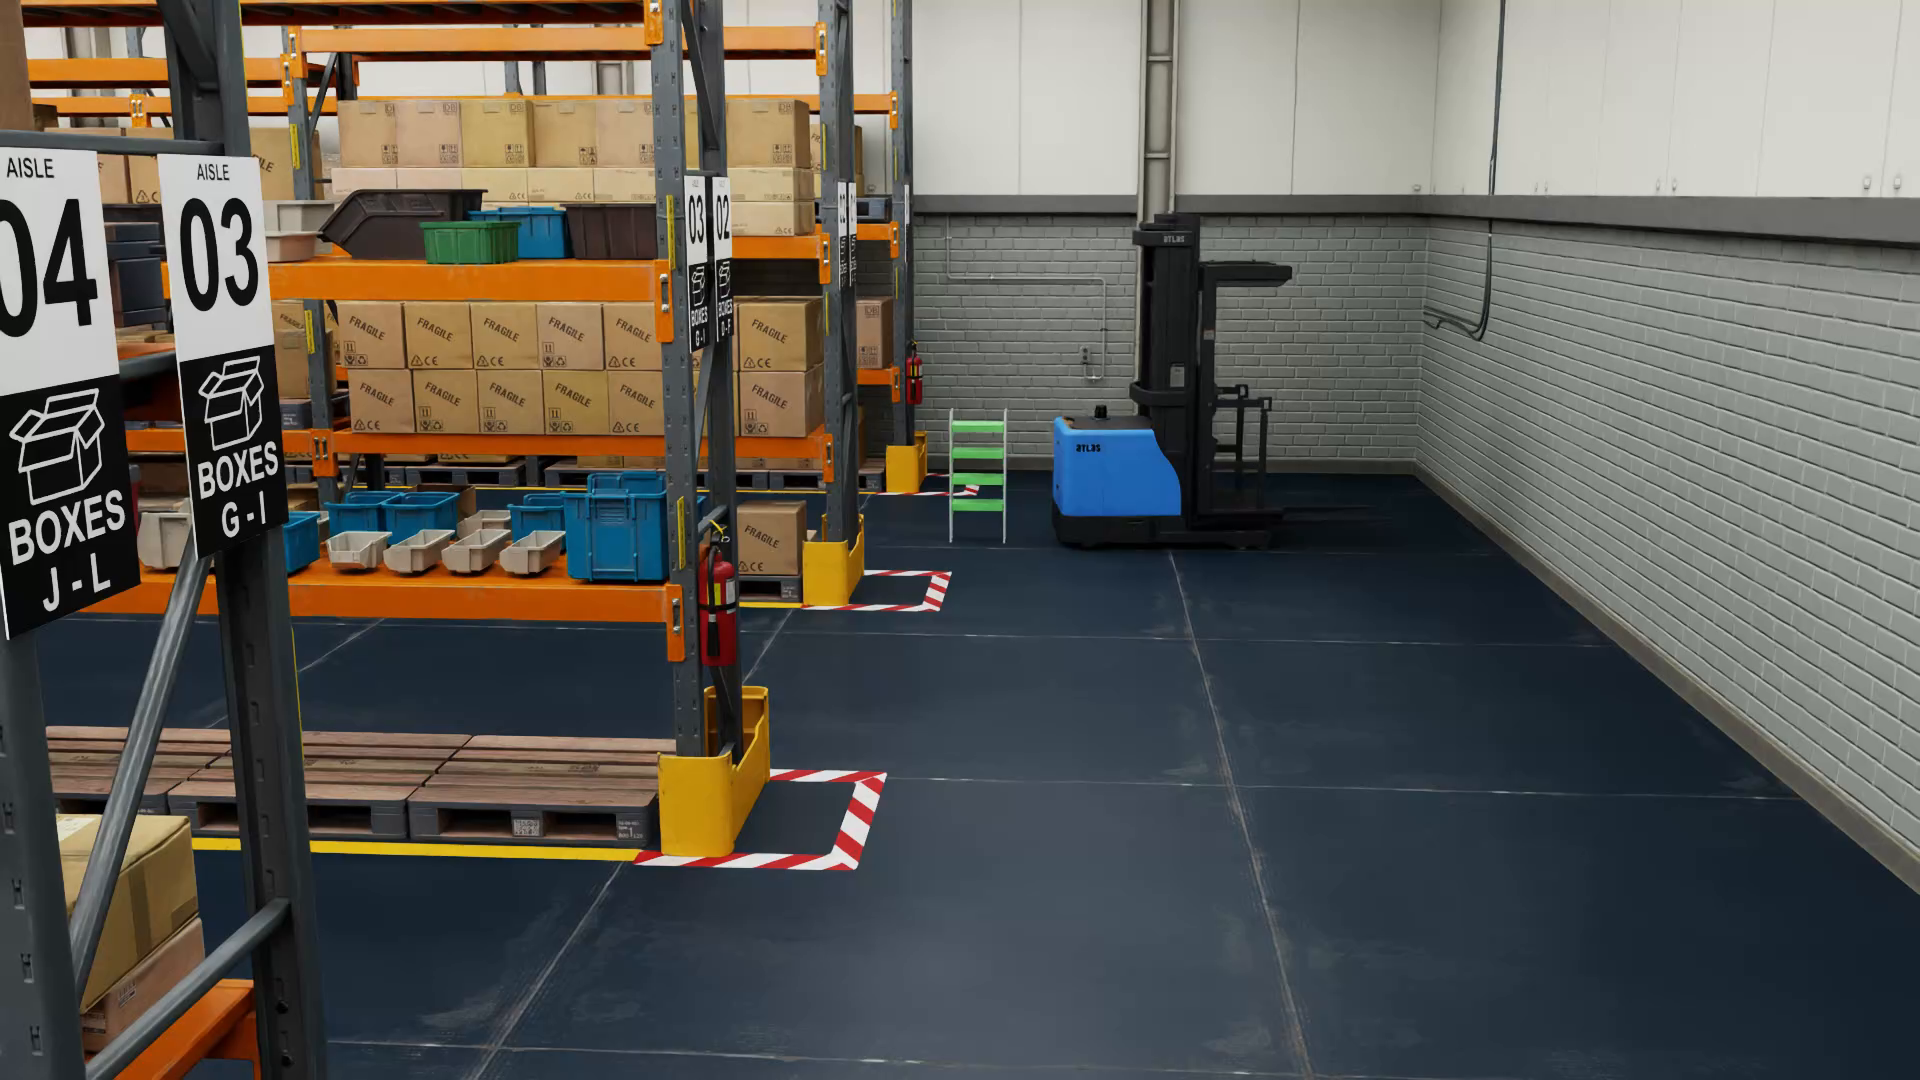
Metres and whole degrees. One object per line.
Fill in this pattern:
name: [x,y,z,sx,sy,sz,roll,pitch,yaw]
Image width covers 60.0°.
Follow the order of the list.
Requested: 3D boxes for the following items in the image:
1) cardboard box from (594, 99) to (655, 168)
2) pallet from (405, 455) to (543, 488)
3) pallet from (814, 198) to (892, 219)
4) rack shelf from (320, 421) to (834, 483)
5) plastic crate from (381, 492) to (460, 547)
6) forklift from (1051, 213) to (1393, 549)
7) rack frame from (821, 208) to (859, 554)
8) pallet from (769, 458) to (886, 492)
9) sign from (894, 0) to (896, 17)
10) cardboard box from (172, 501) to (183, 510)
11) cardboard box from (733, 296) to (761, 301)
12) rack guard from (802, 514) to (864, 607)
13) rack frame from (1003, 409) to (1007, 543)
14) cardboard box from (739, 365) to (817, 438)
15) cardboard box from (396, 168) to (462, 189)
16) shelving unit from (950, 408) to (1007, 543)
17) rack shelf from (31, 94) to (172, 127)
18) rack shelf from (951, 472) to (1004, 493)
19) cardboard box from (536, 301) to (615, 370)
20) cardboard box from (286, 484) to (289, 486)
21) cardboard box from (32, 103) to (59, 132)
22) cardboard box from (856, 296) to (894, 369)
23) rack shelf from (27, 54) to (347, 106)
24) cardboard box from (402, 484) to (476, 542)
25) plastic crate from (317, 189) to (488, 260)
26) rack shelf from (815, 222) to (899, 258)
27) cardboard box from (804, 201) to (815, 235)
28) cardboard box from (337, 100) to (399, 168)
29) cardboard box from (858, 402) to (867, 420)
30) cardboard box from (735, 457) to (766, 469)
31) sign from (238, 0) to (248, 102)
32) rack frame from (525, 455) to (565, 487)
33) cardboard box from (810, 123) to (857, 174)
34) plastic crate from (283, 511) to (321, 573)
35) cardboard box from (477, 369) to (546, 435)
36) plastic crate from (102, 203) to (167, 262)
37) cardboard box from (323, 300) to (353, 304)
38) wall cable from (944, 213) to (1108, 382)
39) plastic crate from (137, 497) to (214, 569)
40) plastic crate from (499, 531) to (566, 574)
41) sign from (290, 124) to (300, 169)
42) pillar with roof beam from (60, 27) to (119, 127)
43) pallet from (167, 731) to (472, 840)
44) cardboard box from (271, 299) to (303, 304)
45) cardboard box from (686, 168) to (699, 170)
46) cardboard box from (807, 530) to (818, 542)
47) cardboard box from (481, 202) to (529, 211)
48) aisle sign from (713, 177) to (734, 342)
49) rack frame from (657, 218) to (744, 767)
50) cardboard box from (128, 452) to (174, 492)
cardboard box: [-2.442,-3.096,12.710,0.500,0.500,0.700,1,12,4]
pallet: [-5.368,-0.773,18.431,1.213,0.211,1.003,1,12,4]
pallet: [-1.343,-3.521,17.647,1.213,0.211,1.003,1,12,4]
rack shelf: [-2.925,-0.751,13.273,4.000,0.370,1.077,1,12,4]
plastic crate: [-2.802,-0.100,8.666,0.300,0.233,0.416,1,12,4]
forklift: [2.394,-1.459,15.066,3.031,2.935,1.130,0,12,-2]
rack frame: [-0.929,-1.076,13.069,0.127,3.000,1.000,1,12,4]
pallet: [-1.405,-0.718,18.168,1.213,0.211,1.003,1,12,4]
sign: [-0.652,-5.410,16.660,0.005,0.325,0.100,1,12,4]
cardboard box: [-5.925,-0.079,13.334,0.500,0.500,0.500,1,12,4]
cardboard box: [-1.877,-1.680,13.270,0.500,0.500,0.500,1,12,4]
rack guard: [-1.005,0.146,13.330,0.348,0.500,1.175,1,12,4]
rack frame: [0.409,-0.582,15.100,0.015,1.200,0.240,1,12,4]
cardboard box: [-1.394,-1.076,12.822,0.500,0.500,0.500,1,12,5]
cardboard box: [-3.953,-2.707,12.682,0.500,0.250,0.500,1,12,4]
shelving unit: [0.165,-0.585,15.116,0.503,1.200,0.258,1,12,4]
rack shelf: [-10.580,-4.614,18.061,4.000,0.370,1.077,1,12,4]
rack shelf: [0.165,-0.522,15.129,0.480,0.148,0.258,1,12,4]
cardboard box: [-2.926,-1.584,12.812,0.500,0.500,0.500,1,12,6]
cardboard box: [-5.920,-0.184,13.835,0.500,0.500,0.500,1,12,5]
cardboard box: [-7.459,-3.171,13.071,0.500,0.500,0.500,1,12,4]
cardboard box: [-1.112,-2.240,17.900,0.700,0.700,0.980,1,12,6]
rack shelf: [-6.916,-3.547,12.962,4.000,0.370,1.077,1,12,4]
cardboard box: [-4.333,-0.173,13.781,0.500,0.500,0.500,1,12,4]
plastic crate: [-2.770,-1.579,8.299,0.767,0.338,0.504,1,12,4]
rack shelf: [-2.598,-3.232,17.804,4.000,0.370,1.077,1,12,4]
cardboard box: [-1.425,-2.530,13.059,0.500,0.250,0.500,1,12,4]
cardboard box: [-4.433,-3.139,12.916,0.500,0.500,0.700,1,12,4]
cardboard box: [-1.169,-1.416,18.189,0.250,0.149,0.380,1,12,4]
cardboard box: [-2.308,-1.073,18.133,0.500,0.500,0.700,0,12,2]
sign: [-1.552,-1.101,3.531,0.005,0.325,0.100,1,12,4]
rack frame: [-4.593,-2.143,18.169,0.127,3.000,1.000,1,12,4]
cardboard box: [-1.351,-4.059,17.267,0.500,0.500,0.500,1,12,4]
plastic crate: [-3.330,0.013,8.126,0.300,0.233,0.416,1,12,4]
cardboard box: [-3.420,-1.104,12.955,0.500,0.500,0.500,1,12,3]
plastic crate: [-4.034,-1.450,7.850,0.590,0.269,0.497,1,12,4]
cardboard box: [-6.603,-2.691,17.939,0.500,0.250,0.500,1,12,3]
wall cable: [0.739,-2.761,18.643,1.851,1.984,0.084,1,12,4]
plastic crate: [-3.744,-0.032,8.219,0.530,0.282,0.437,1,12,4]
plastic crate: [-2.090,0.061,8.129,0.243,0.136,0.396,1,12,4]
sign: [-4.954,-2.932,12.388,0.005,0.325,0.100,1,12,4]
pillar with roof beam: [-10.111,-4.449,14.541,0.400,9.000,9.100,1,12,4]
pallet: [-3.298,1.264,8.691,1.213,0.211,1.003,1,12,4]
cardboard box: [-7.113,-2.697,17.966,0.500,0.250,0.500,1,12,4]
cardboard box: [-1.958,-2.677,12.543,0.500,0.250,0.500,1,12,4]
cardboard box: [-1.324,0.028,13.679,0.250,0.149,0.380,1,12,4]
cardboard box: [-3.454,-2.454,12.695,0.500,0.250,0.500,1,12,4]
aisle sign: [-1.172,-1.396,8.251,0.004,0.787,0.394,1,12,4]
rack frame: [-1.264,-0.064,8.232,0.127,3.000,1.000,1,12,4]
cardboard box: [-6.885,-0.567,13.832,0.500,0.250,0.500,1,12,3]
